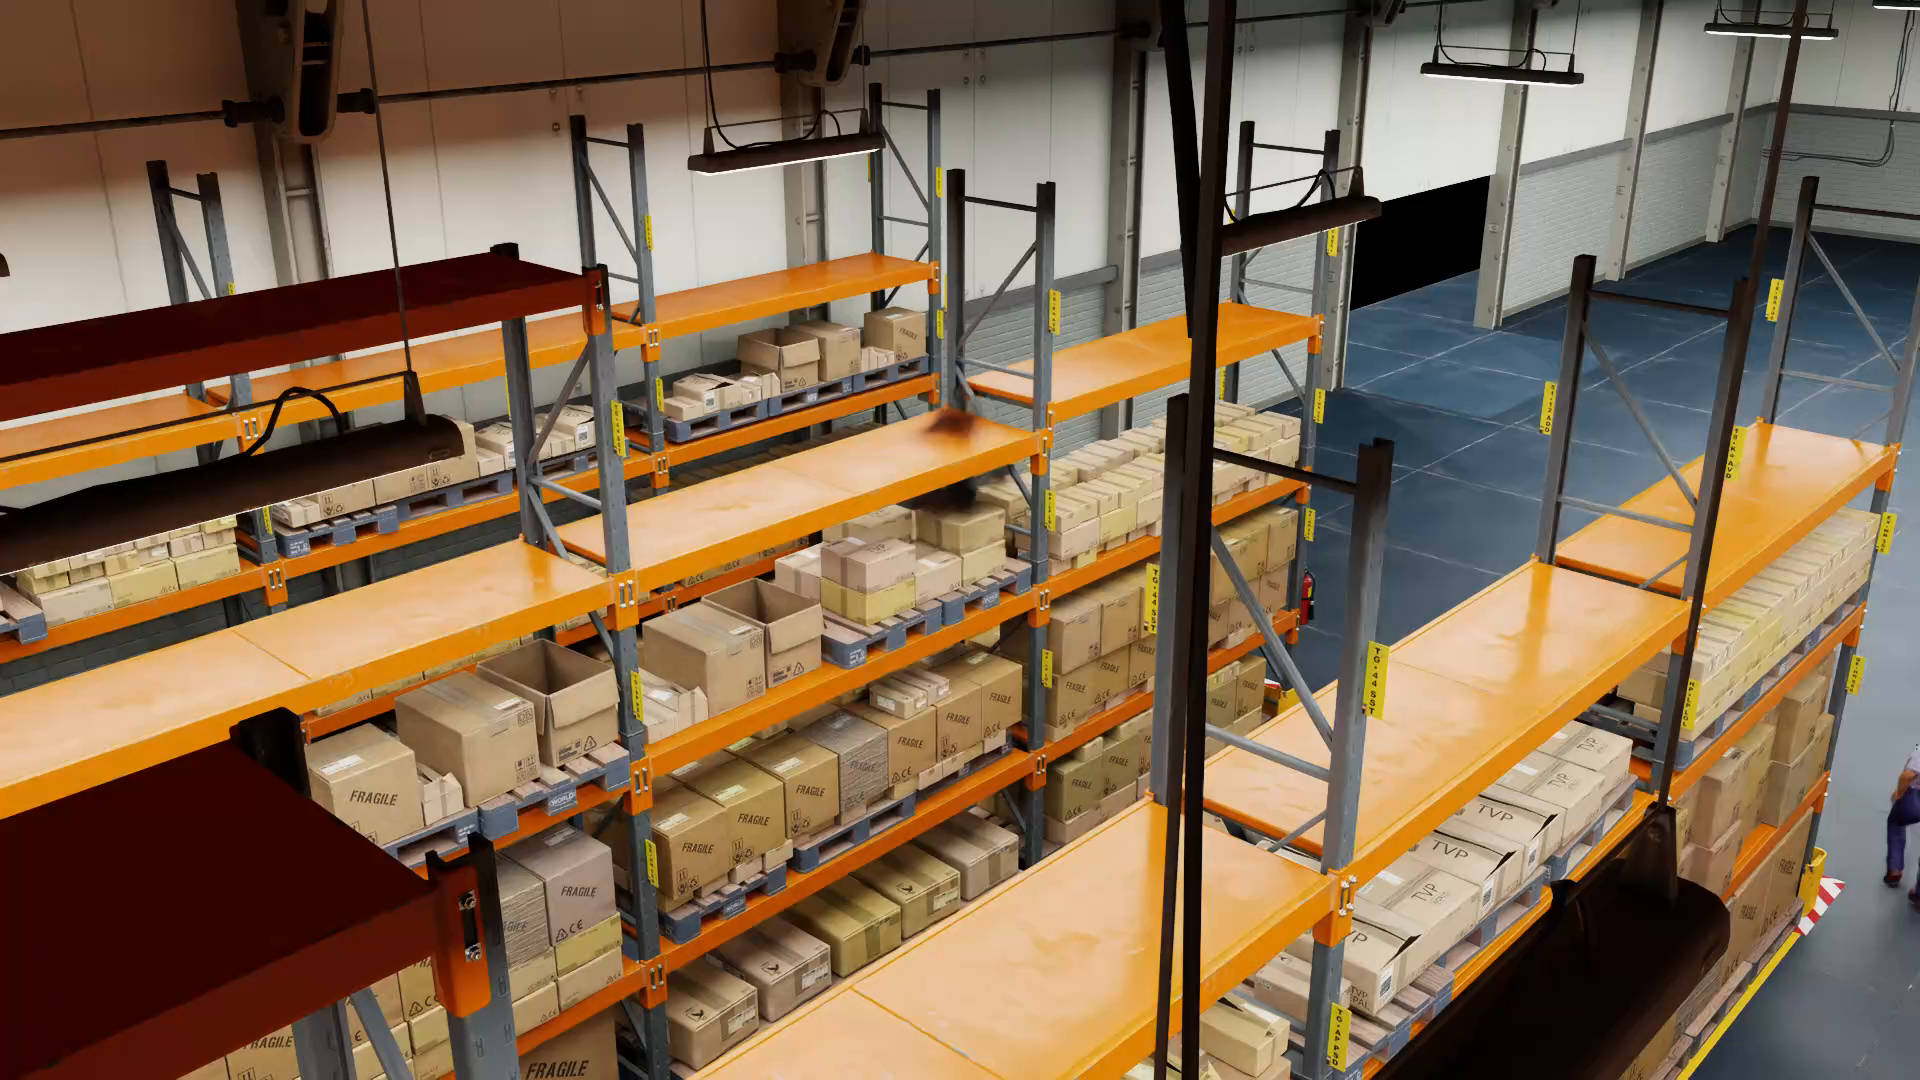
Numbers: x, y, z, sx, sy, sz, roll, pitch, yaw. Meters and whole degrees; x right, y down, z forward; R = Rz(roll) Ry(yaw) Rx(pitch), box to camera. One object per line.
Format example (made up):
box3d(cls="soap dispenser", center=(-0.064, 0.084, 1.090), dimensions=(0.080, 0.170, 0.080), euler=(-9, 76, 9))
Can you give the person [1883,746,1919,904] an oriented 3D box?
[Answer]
box3d(cls="person", center=(8.078, 2.255, 13.965), dimensions=(0.606, 1.684, 0.685), euler=(5, 22, 13))
